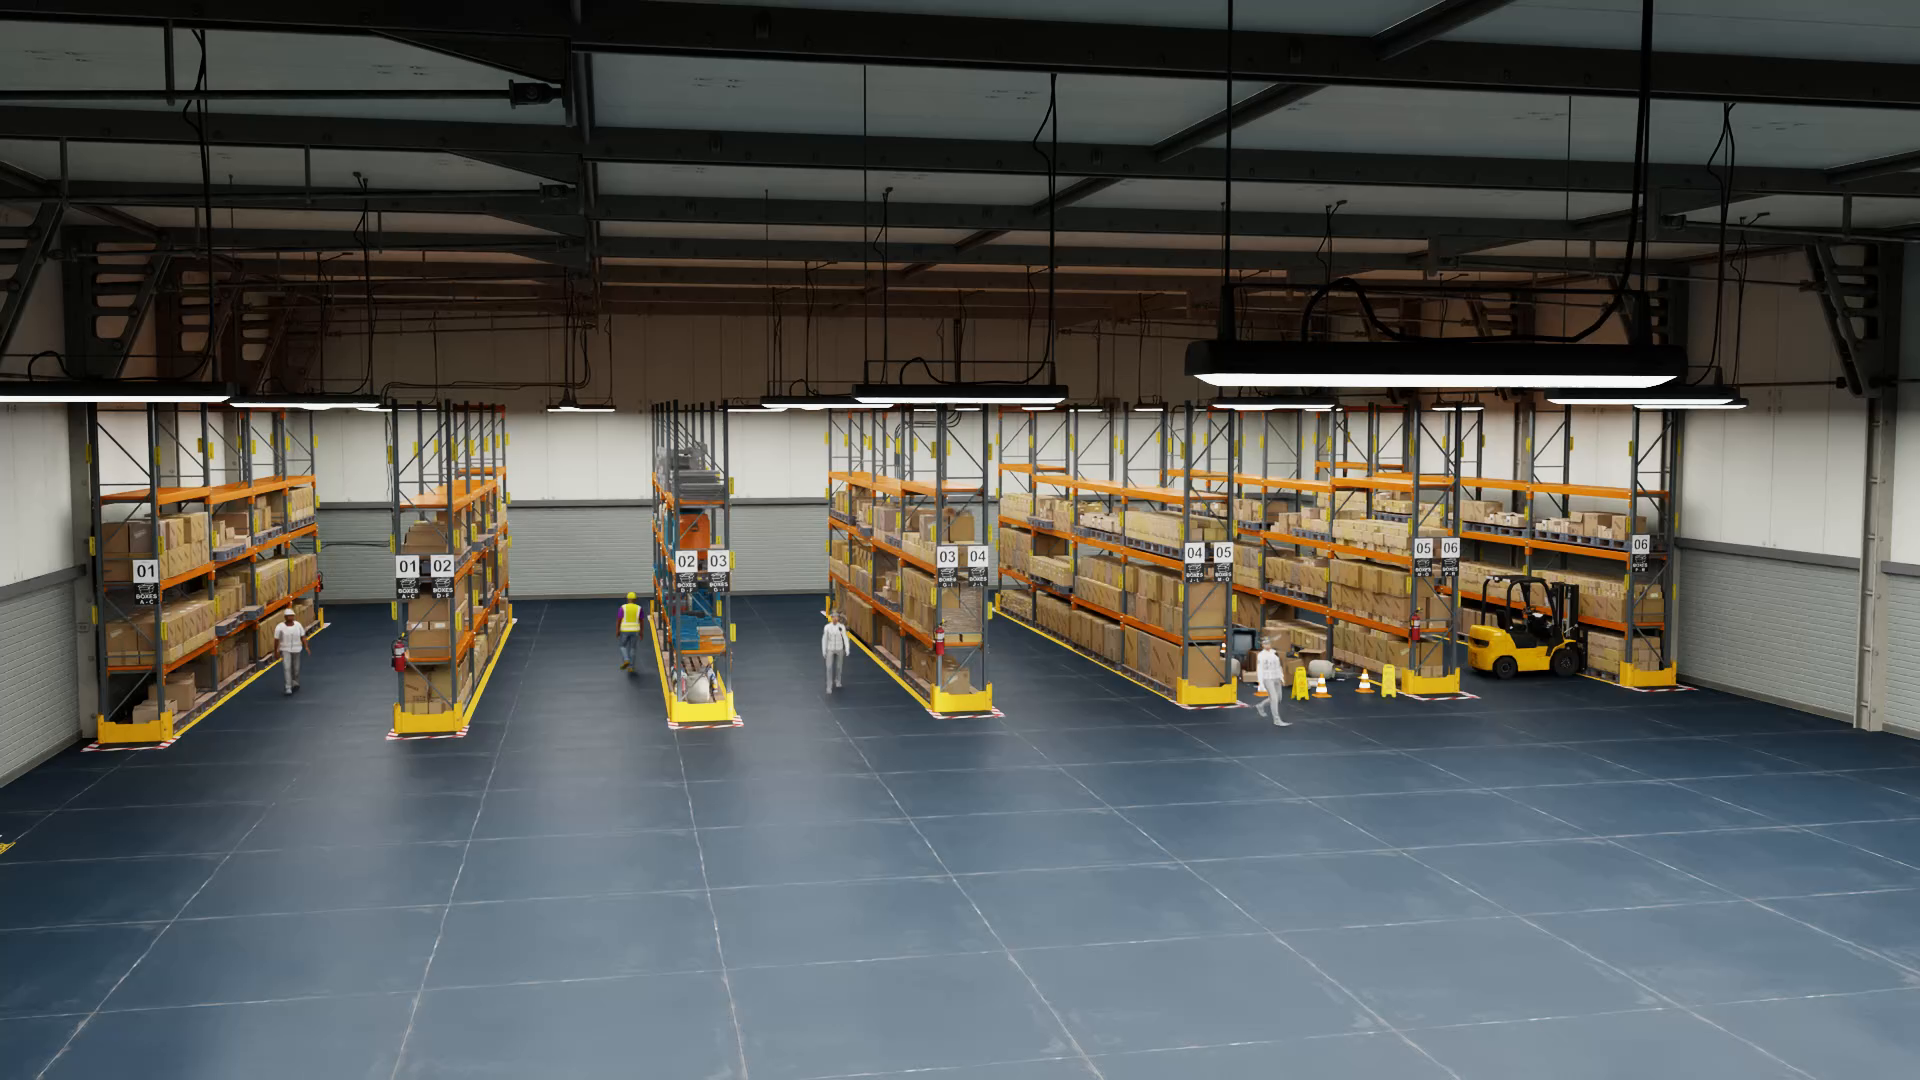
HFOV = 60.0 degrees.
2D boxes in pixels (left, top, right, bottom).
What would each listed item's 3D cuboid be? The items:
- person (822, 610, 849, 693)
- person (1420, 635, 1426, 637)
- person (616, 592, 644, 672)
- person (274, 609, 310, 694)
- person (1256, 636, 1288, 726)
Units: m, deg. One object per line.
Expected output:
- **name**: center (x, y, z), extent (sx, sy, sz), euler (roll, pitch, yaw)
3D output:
- **person**: center (-2.584, 2.281, 34.452), extent (0.570, 1.654, 0.970), euler (0, 4, -2)
- **person**: center (10.579, 1.979, 38.164), extent (0.659, 1.760, 0.668), euler (-3, 5, -35)
- **person**: center (-7.339, 2.045, 37.018), extent (0.613, 1.760, 0.516), euler (-1, 4, -16)
- **person**: center (-13.754, 2.270, 34.226), extent (0.680, 1.724, 1.056), euler (-2, 5, -27)
- **person**: center (5.745, 2.581, 30.672), extent (0.491, 1.643, 0.731), euler (-3, 6, -39)
